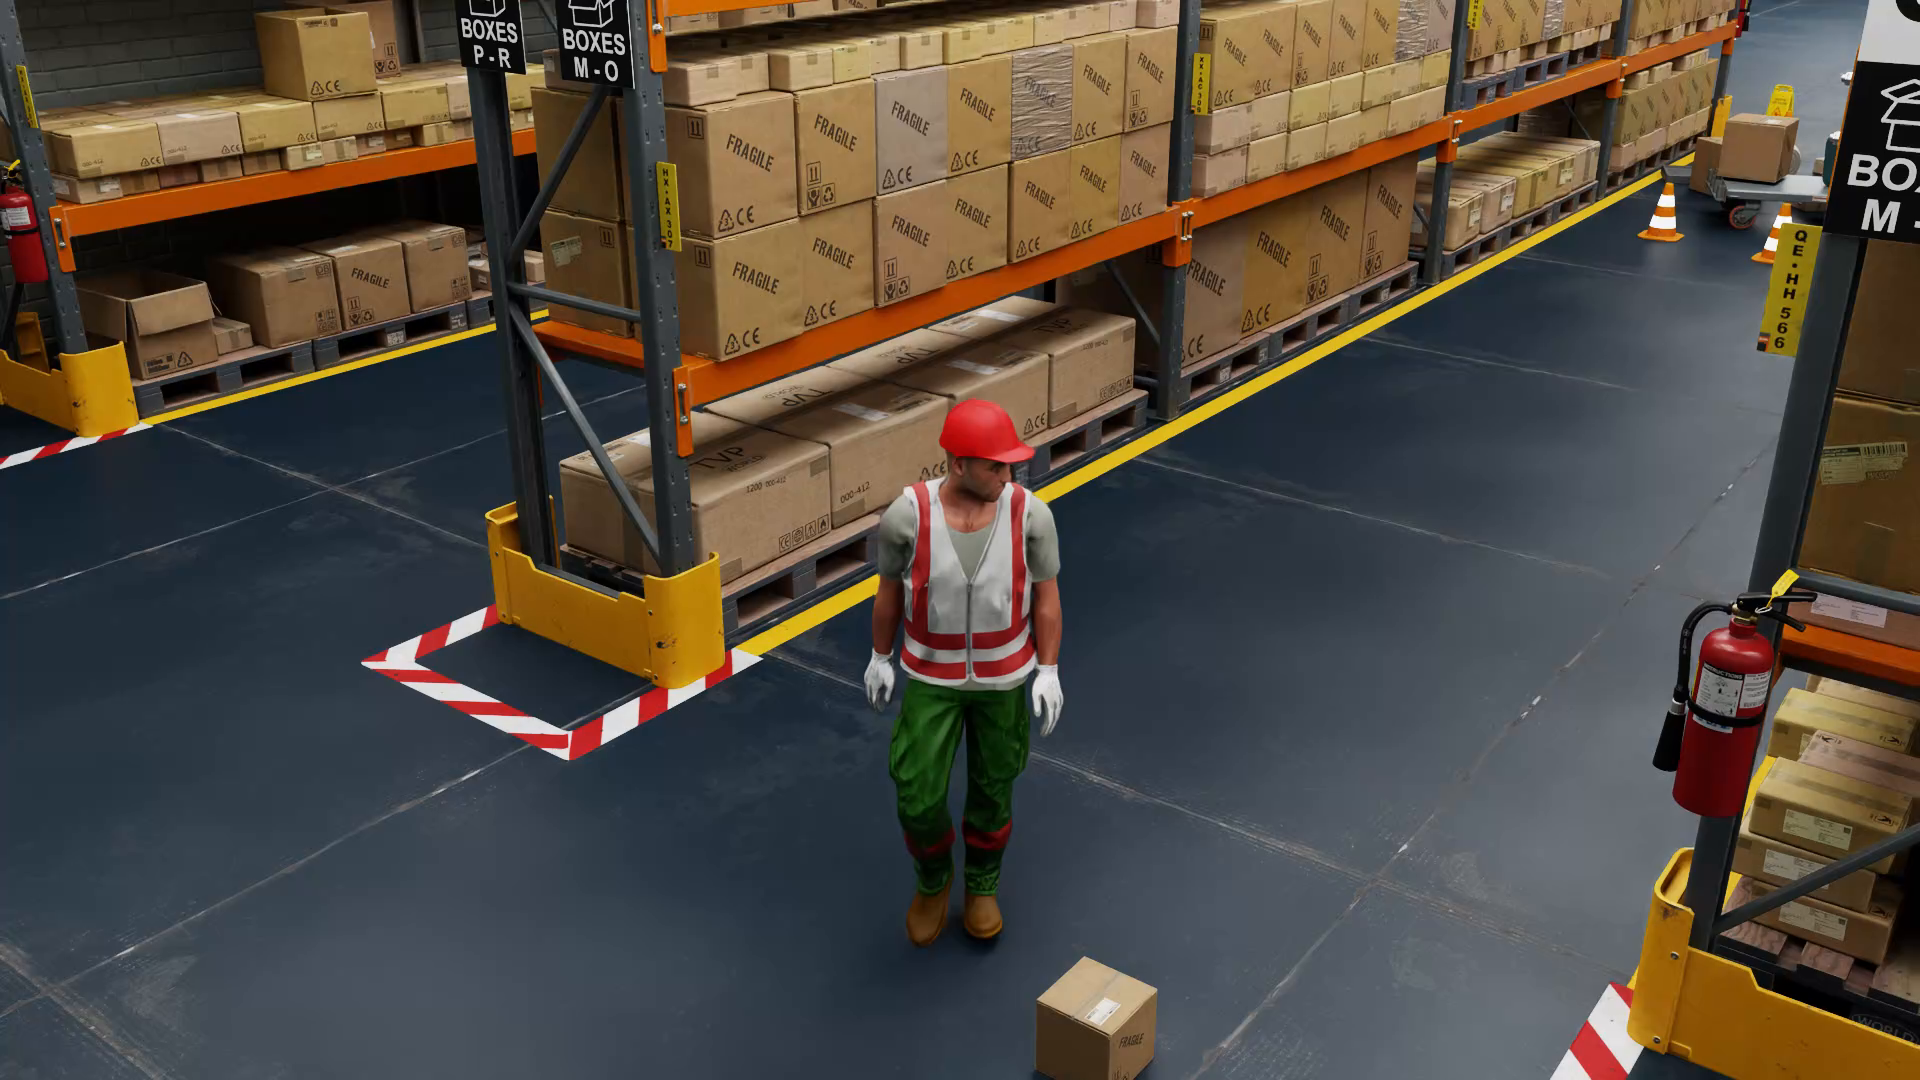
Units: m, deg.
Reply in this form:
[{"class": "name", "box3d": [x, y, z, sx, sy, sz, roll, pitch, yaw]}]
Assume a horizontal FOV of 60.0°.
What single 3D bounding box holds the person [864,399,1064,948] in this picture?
[{"class": "person", "box3d": [0.012, 0.447, 5.011, 0.599, 1.812, 0.425, -2, 23, -4]}]
